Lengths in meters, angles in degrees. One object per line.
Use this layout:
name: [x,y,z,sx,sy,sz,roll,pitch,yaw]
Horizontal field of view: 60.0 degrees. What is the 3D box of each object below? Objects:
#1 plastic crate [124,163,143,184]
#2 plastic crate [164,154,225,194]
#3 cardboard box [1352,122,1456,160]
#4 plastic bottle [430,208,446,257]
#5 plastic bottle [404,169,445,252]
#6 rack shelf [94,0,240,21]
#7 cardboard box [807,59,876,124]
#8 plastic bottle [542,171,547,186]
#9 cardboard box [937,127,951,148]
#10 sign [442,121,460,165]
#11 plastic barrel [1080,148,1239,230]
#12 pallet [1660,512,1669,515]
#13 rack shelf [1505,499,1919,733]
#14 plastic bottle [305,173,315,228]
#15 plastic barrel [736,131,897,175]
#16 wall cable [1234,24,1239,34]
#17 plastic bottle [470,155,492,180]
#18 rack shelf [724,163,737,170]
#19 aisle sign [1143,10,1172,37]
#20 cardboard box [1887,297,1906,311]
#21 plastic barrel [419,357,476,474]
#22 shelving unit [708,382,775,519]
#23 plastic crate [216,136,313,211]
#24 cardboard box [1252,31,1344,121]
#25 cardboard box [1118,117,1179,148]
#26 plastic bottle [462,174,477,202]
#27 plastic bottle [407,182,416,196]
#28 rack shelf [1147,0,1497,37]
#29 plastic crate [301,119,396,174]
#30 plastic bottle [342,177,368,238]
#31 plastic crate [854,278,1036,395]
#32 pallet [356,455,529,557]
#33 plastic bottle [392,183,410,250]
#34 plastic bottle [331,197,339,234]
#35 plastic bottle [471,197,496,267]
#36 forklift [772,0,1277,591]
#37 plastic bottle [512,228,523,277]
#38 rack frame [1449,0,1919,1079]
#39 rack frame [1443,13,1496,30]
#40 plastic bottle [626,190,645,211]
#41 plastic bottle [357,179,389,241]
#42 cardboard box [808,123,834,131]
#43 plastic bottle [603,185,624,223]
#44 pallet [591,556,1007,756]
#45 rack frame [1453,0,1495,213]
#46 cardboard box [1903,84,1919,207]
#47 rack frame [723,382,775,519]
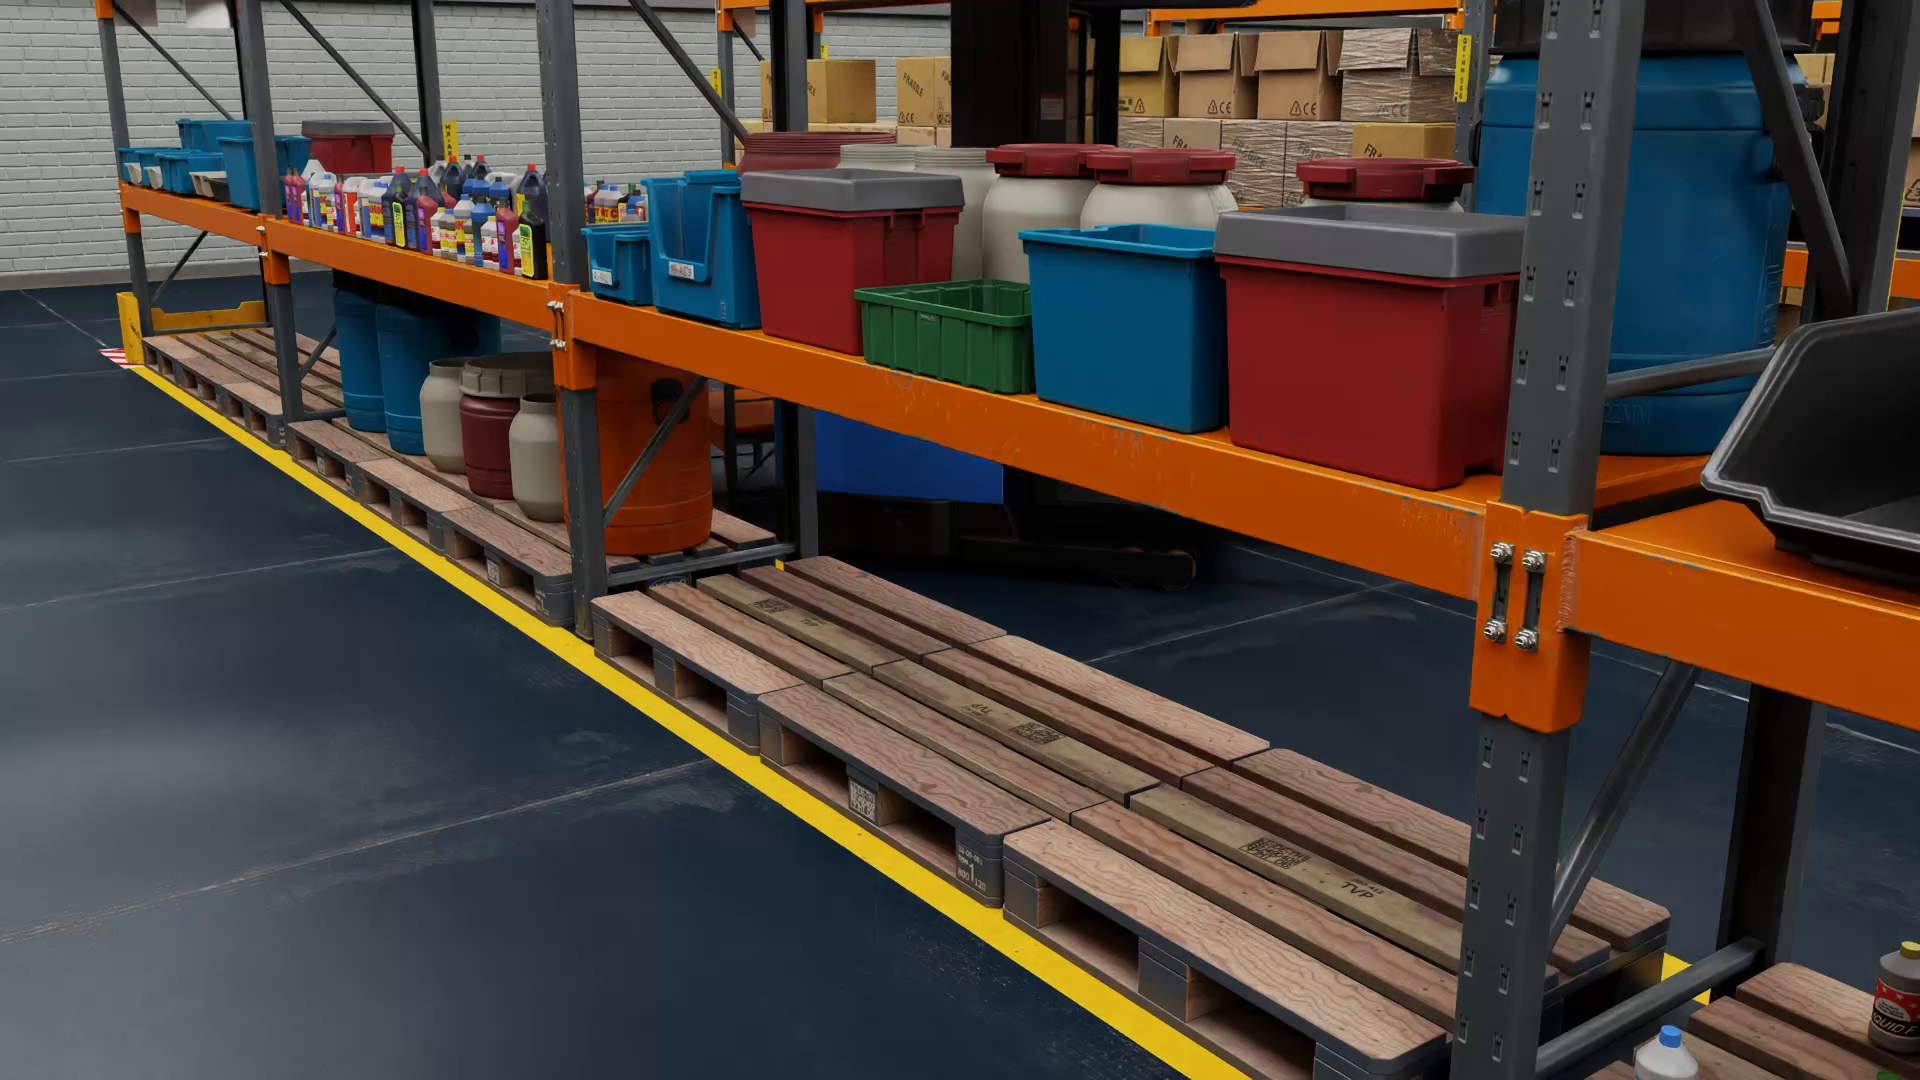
plastic crate: [-5.711,-2.577,11.695,0.250,0.136,0.298,-11,19,-35]
plastic crate: [-4.882,-2.359,10.718,0.416,0.233,0.300,-11,19,-35]
cardboard box: [2.508,-2.036,9.143,0.500,0.500,0.500,-10,18,-33]
plastic bottle: [-2.180,-1.299,7.015,0.097,0.201,0.097,0,15,0]
plastic bottle: [-2.323,-1.433,7.223,0.144,0.351,0.185,-11,19,-35]
rack shelf: [-4.536,-3.533,10.483,1.077,0.370,4.000,-11,19,-35]
cardboard box: [-1.038,-3.701,13.717,0.500,0.500,0.500,-11,19,-36]
plastic bottle: [-1.907,-1.602,7.839,0.144,0.351,0.185,-11,19,-35]
cardboard box: [0.175,-2.900,12.209,0.500,0.250,0.500,-11,19,-36]
sign: [-2.914,-2.225,9.498,0.100,0.325,0.005,-11,19,-35]
plastic barrel: [0.527,-0.758,4.408,0.433,0.535,0.433,0,15,0]
pallet: [3.457,-0.409,8.670,1.003,0.211,1.213,-11,19,-35]
rack shelf: [2.520,0.476,1.517,1.077,0.370,4.000,-11,19,-35]
plastic bottle: [-3.271,-1.729,8.453,0.097,0.271,0.097,0,15,0]
plastic barrel: [-0.490,-1.166,5.895,0.600,0.536,0.708,-11,19,-35]
wall cable: [4.117,-7.080,25.839,0.588,1.984,0.122,-11,19,-35]
plastic bottle: [-2.446,-1.797,8.555,0.144,0.351,0.185,-11,19,-35]
rack shelf: [-0.529,-2.855,13.688,1.077,0.370,4.000,-11,19,-35]
aisle sign: [2.081,-5.600,17.431,0.394,0.787,0.004,-11,19,-35]
cardboard box: [6.860,-1.857,12.617,0.500,0.500,0.500,-12,19,-37]
plastic barrel: [-2.378,-0.604,8.019,0.421,0.512,0.421,0,15,0]
shelving unit: [-1.087,-0.791,8.336,0.538,1.125,1.048,-7,17,-24]
plastic crate: [-3.910,-2.074,9.389,0.392,0.384,0.575,-11,19,-35]
cardboard box: [2.201,-2.751,9.856,0.797,0.503,0.637,-10,18,-33]
cardboard box: [1.305,-2.472,10.737,0.500,0.500,0.500,-11,19,-36]
plastic bottle: [-2.445,-1.701,8.353,0.097,0.271,0.097,0,15,0]
plastic bottle: [-2.401,-1.437,7.367,0.061,0.283,0.133,-11,19,-35]
rack shelf: [3.542,-5.050,16.026,1.077,0.370,4.000,-11,19,-35]
plastic crate: [-3.682,-2.296,10.046,0.402,0.464,0.583,-11,19,-35]
plastic bottle: [-2.851,-1.591,7.941,0.152,0.276,0.135,-11,19,-35]
plastic crate: [0.092,-0.524,4.209,0.450,0.188,0.662,-11,19,-35]
pallet: [-2.218,-0.229,8.014,1.003,0.211,1.213,-11,19,-35]
plastic bottle: [-2.450,-1.428,7.332,0.061,0.283,0.133,-11,19,-35]
plastic bottle: [-3.020,-1.604,8.130,0.097,0.201,0.097,0,15,0]
plastic bottle: [-1.894,-1.228,6.626,0.097,0.271,0.097,0,15,0]
forklift: [0.753,-1.360,6.993,3.031,2.935,1.130,4,16,15]
plastic bottle: [-1.644,-1.104,6.303,0.097,0.201,0.097,0,15,0]
rack frame: [1.344,-0.298,2.982,1.000,3.000,0.127,-11,19,-35]
rack frame: [6.311,-5.167,20.774,1.000,3.000,0.127,-11,19,-35]
plastic bottle: [-1.368,-1.351,7.074,0.097,0.271,0.097,0,15,0]
plastic bottle: [-2.715,-1.541,7.760,0.152,0.276,0.135,-11,19,-35]
cardboard box: [-1.038,-3.338,13.811,0.500,0.250,0.500,-12,19,-36]
plastic bottle: [-1.533,-1.438,7.392,0.097,0.271,0.097,0,15,0]
pallet: [-0.584,0.364,5.845,1.003,0.211,1.213,-11,19,-35]
rack frame: [2.998,-1.921,8.912,1.000,3.000,0.127,-11,19,-35]
cardboard box: [4.256,-1.675,7.022,0.797,0.503,0.637,-9,18,-29]
rack frame: [-0.874,-0.669,7.891,0.500,1.125,0.032,-7,17,-24]
